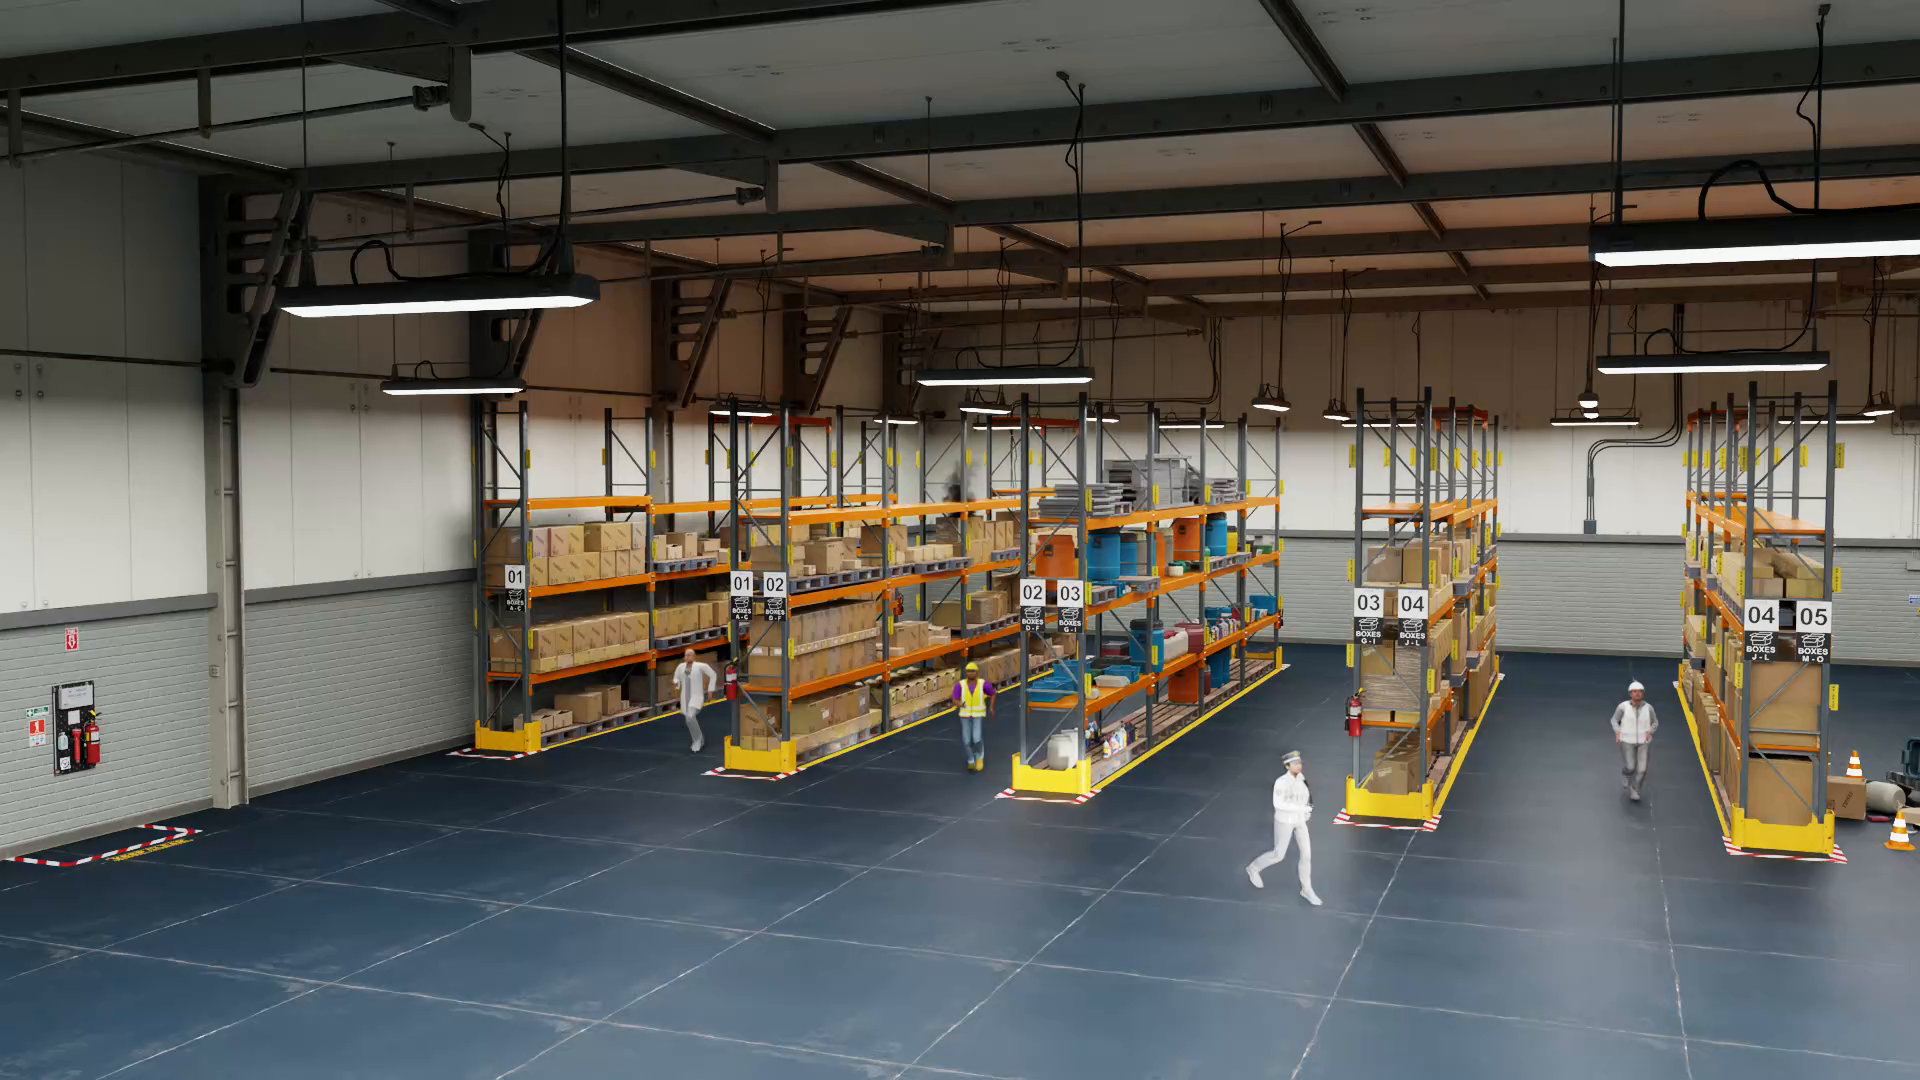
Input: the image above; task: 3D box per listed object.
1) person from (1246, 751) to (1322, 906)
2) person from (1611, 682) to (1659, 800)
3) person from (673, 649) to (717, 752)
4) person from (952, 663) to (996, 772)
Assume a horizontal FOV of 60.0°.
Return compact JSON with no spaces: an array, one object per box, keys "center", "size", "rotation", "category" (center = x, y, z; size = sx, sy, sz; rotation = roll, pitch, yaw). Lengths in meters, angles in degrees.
[{"center":[3.732,3.231,18.961],"size":[0.622,1.717,0.937],"rotation":[-2,4,-38],"category":"person"},{"center":[9.934,2.951,24.456],"size":[0.657,1.722,0.582],"rotation":[1,3,13],"category":"person"},{"center":[-4.595,2.743,28.524],"size":[0.723,1.763,0.826],"rotation":[1,3,21],"category":"person"},{"center":[0.202,2.828,26.524],"size":[0.677,1.741,0.664],"rotation":[0,3,9],"category":"person"}]
